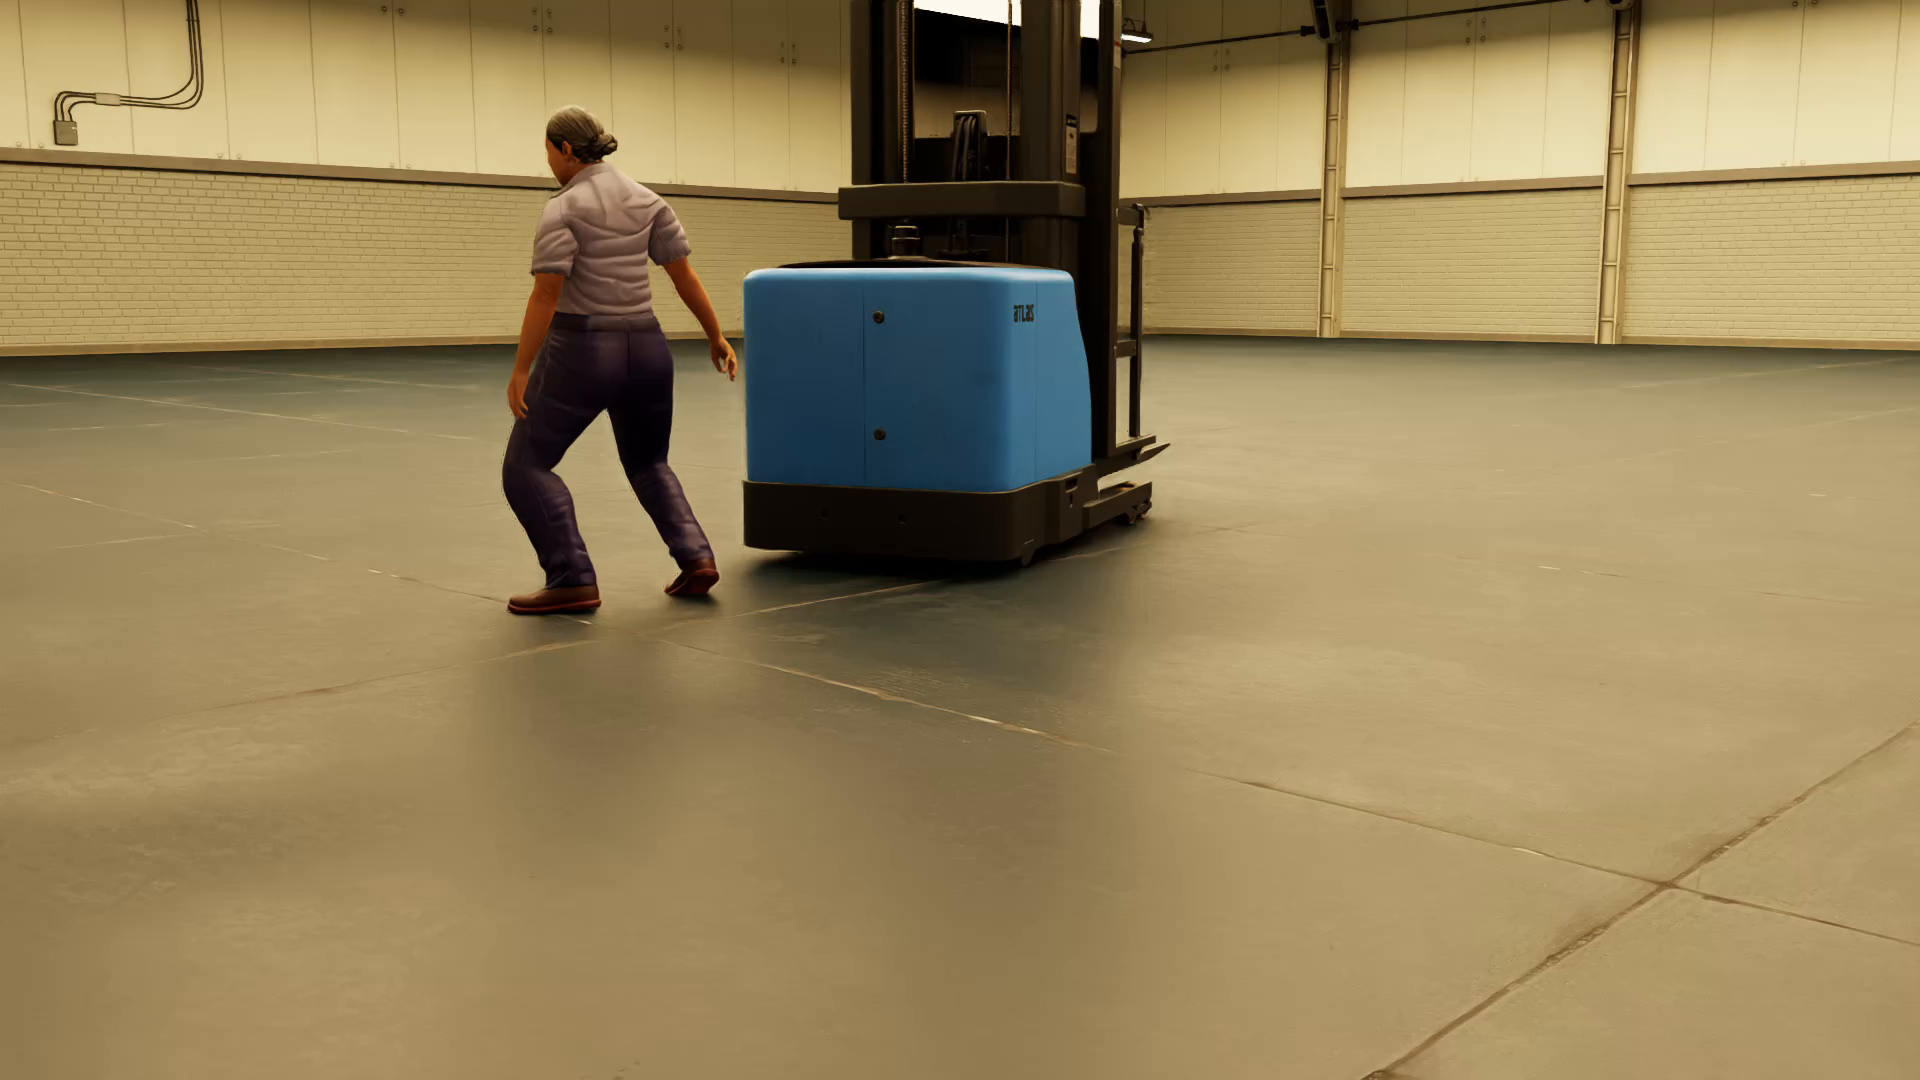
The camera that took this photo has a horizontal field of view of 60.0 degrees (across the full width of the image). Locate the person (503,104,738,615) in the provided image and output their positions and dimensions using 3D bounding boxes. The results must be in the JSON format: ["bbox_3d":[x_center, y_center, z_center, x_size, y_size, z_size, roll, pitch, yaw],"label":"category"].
[{"bbox_3d":[-1.077,-0.577,5.335,0.818,1.589,0.465,-8,12,-44],"label":"person"}]

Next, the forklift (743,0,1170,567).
[{"bbox_3d":[0.210,-1.536,7.072,1.130,2.935,3.031,3,9,21],"label":"forklift"}]
